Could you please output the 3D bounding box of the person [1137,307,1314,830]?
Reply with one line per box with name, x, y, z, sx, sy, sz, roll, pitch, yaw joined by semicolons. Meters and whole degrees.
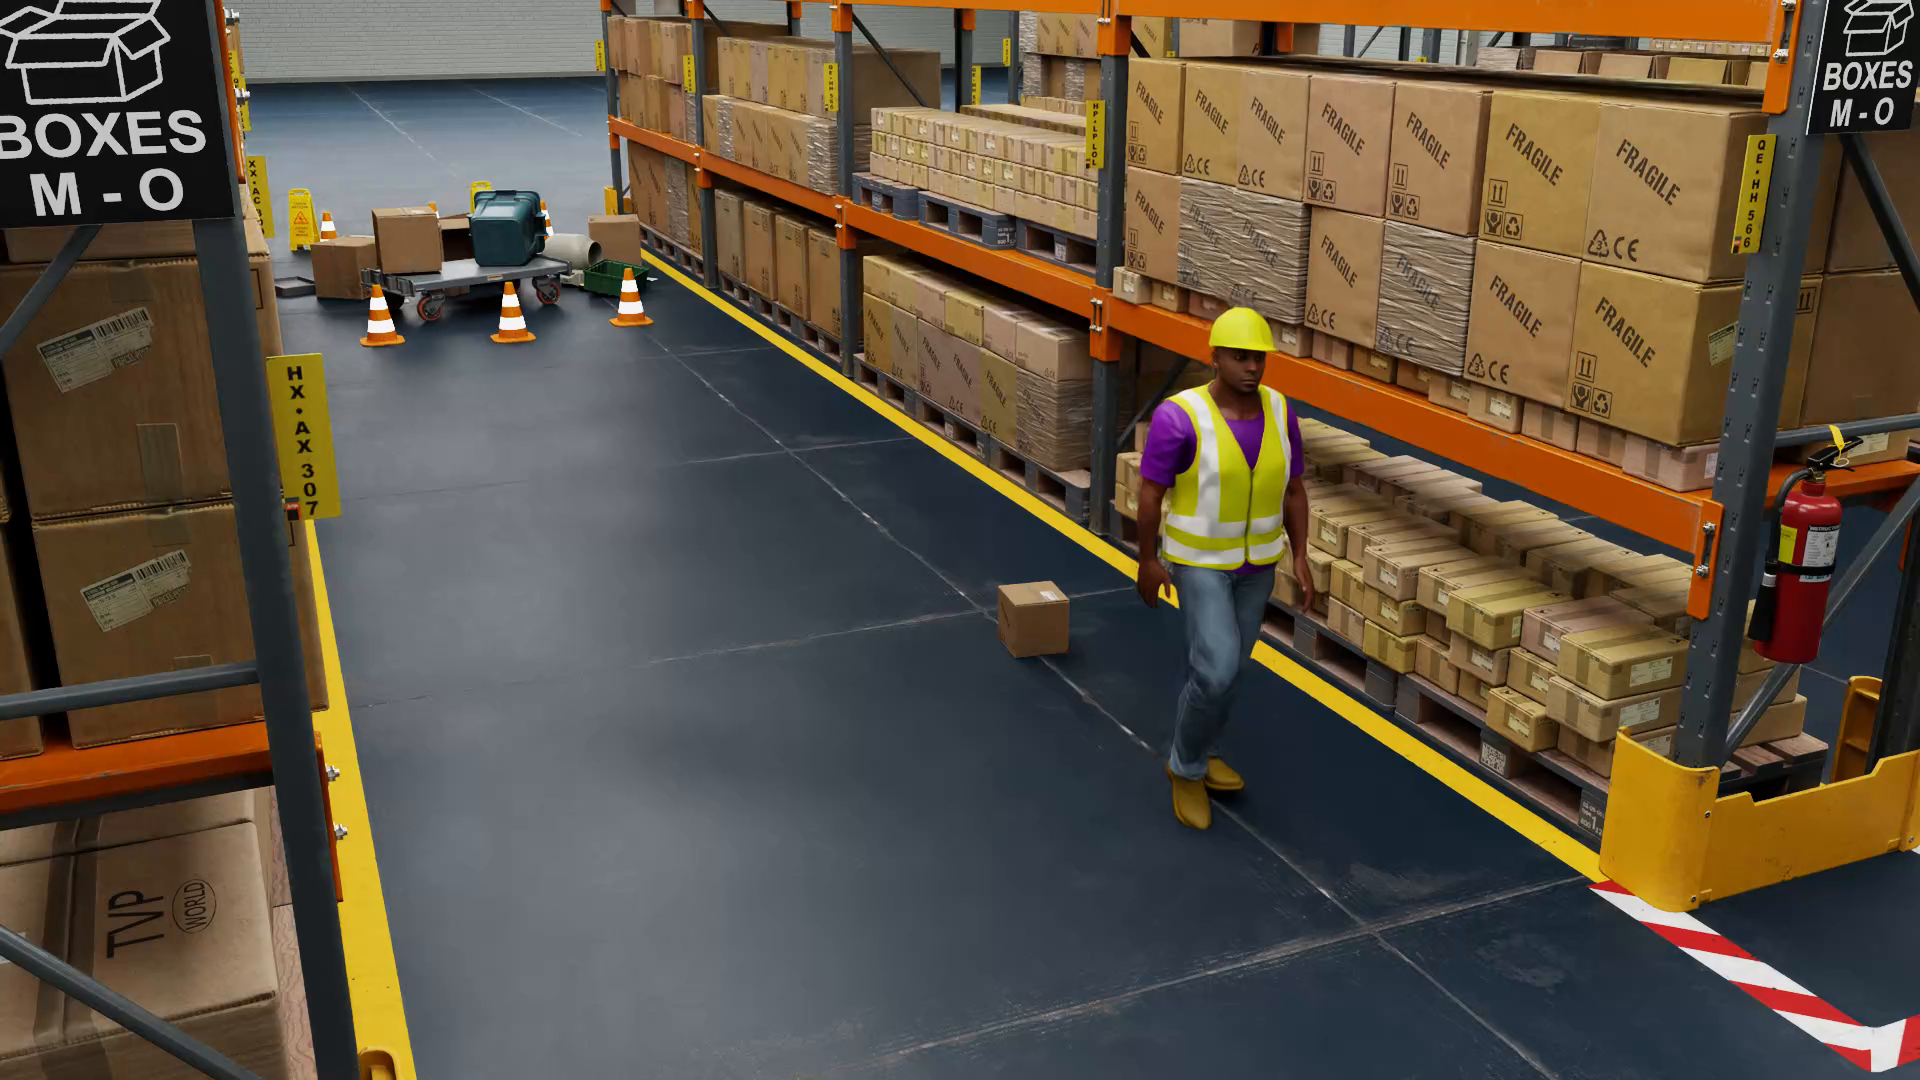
person;0.919;0.106;5.716;0.581;1.814;0.509;-8;20;-22
